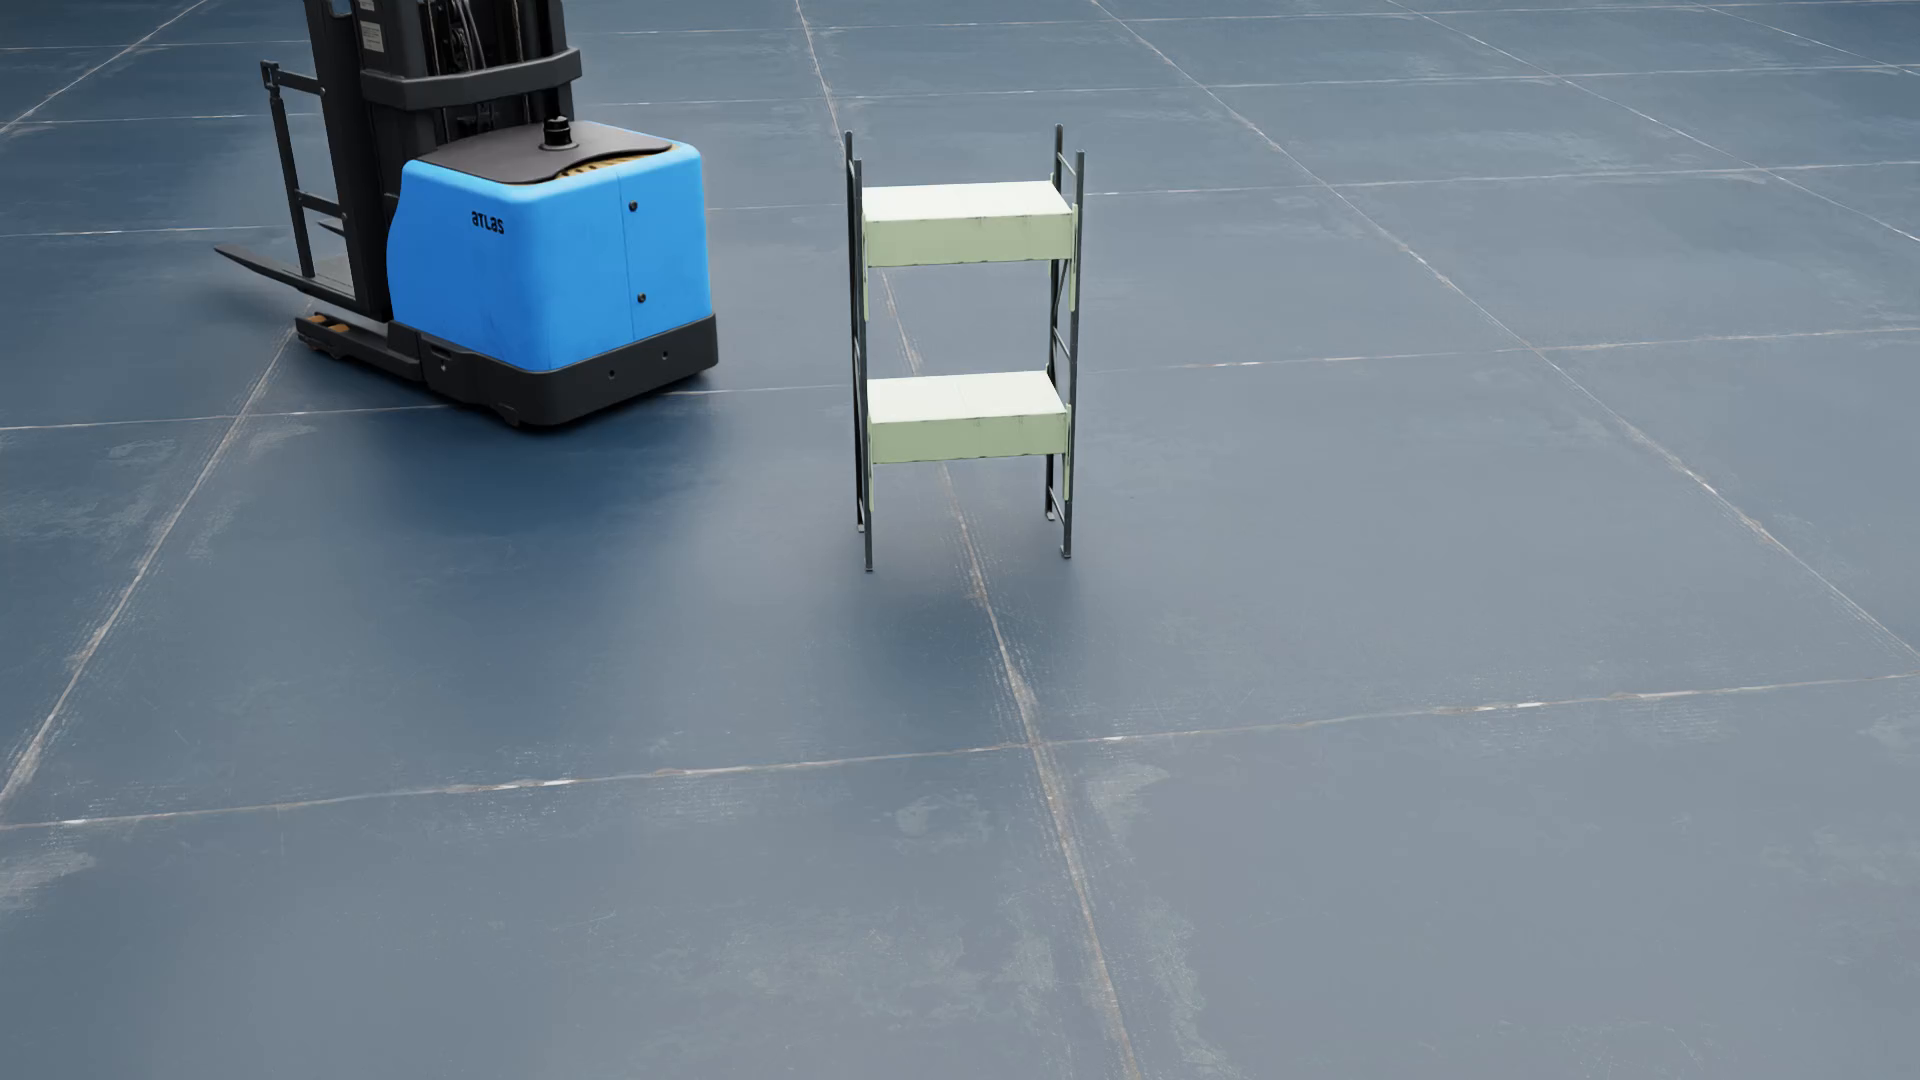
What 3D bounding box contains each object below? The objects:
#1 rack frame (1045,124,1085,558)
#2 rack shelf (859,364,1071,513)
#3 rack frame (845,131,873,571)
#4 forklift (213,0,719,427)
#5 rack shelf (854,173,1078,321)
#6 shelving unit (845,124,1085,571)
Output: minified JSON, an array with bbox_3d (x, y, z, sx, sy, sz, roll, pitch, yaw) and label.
[{"bbox_3d":[0.369,-0.691,5.954,0.023,1.500,0.400,-4,27,-7],"label":"rack frame"},{"bbox_3d":[0.007,-0.378,6.057,0.720,0.370,0.431,-4,27,-7],"label":"rack shelf"},{"bbox_3d":[-0.356,-0.644,5.863,0.023,1.500,0.400,-4,27,-7],"label":"rack frame"},{"bbox_3d":[-2.571,-2.329,7.579,3.031,2.935,1.130,21,34,35],"label":"forklift"},{"bbox_3d":[0.007,-1.015,5.730,0.720,0.370,0.431,-4,27,-7],"label":"rack shelf"},{"bbox_3d":[0.007,-0.668,5.908,0.755,1.500,0.431,-4,27,-7],"label":"shelving unit"}]
